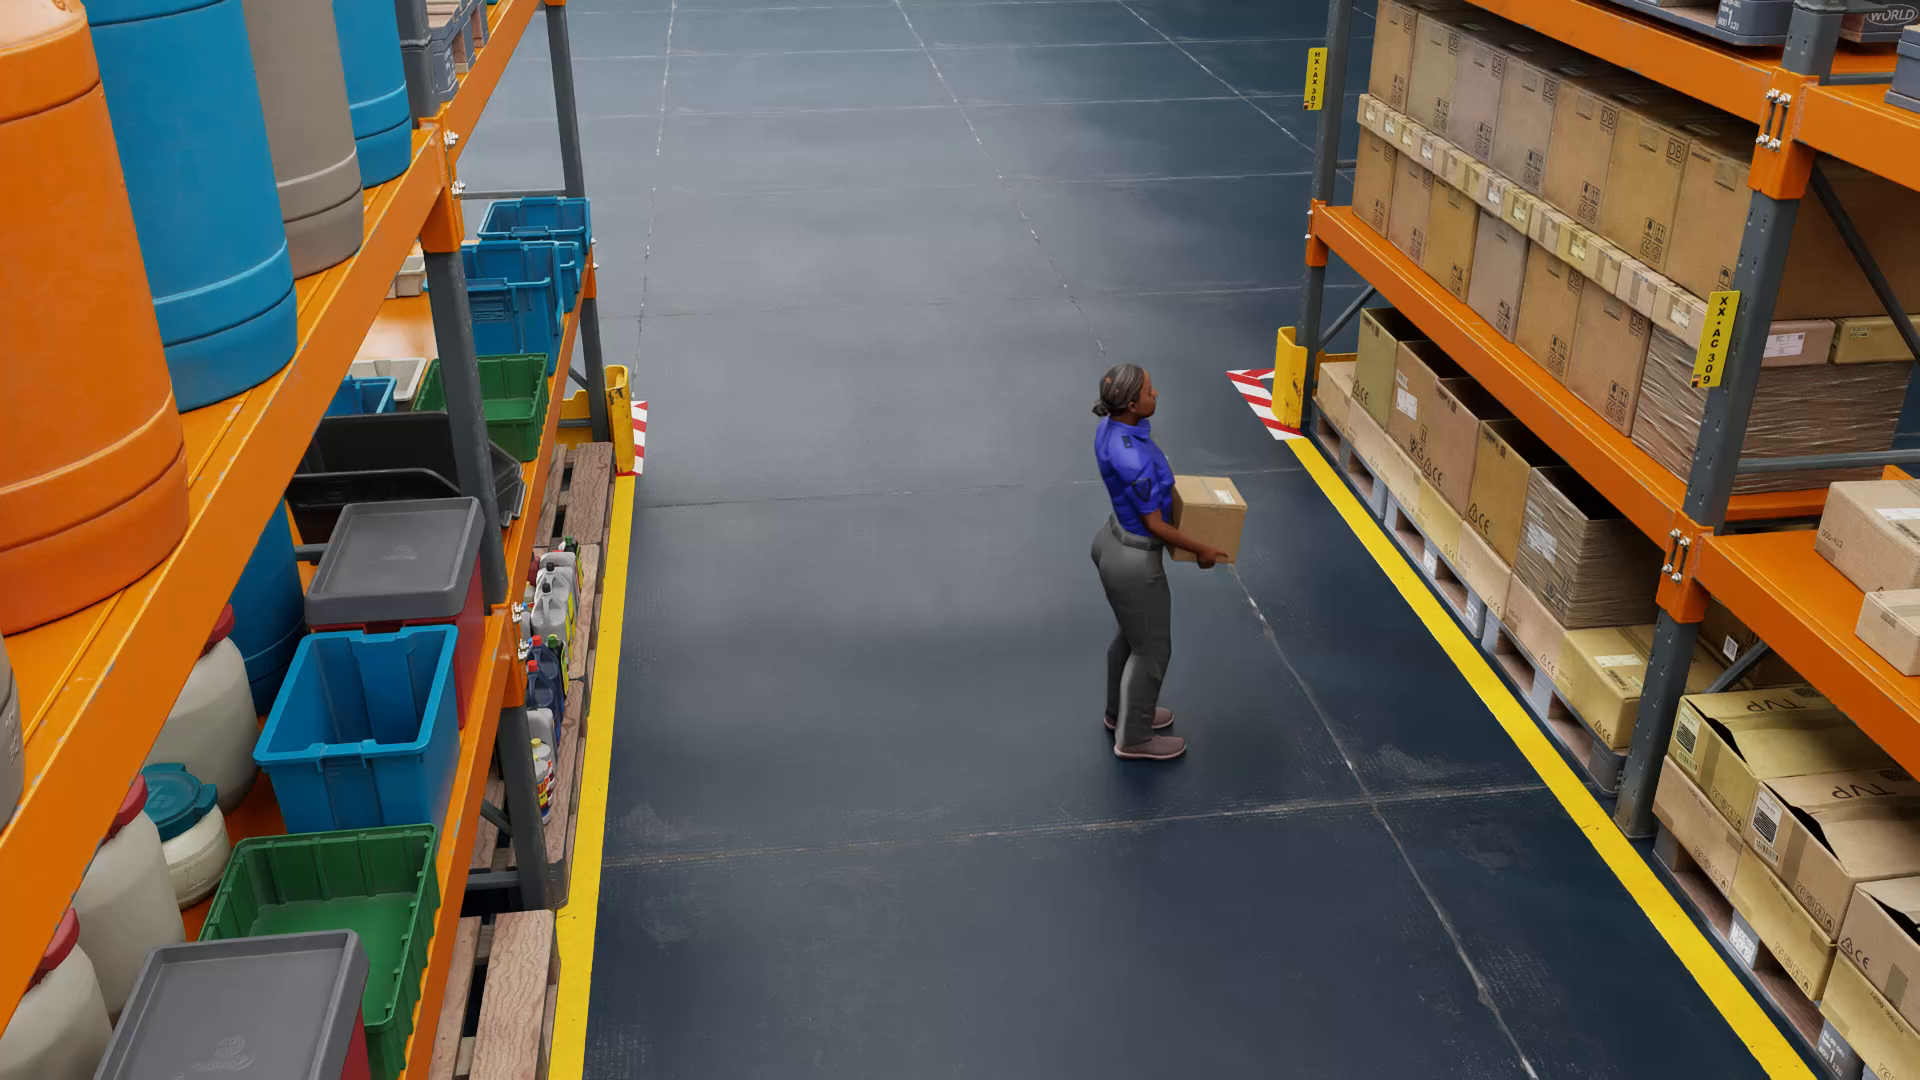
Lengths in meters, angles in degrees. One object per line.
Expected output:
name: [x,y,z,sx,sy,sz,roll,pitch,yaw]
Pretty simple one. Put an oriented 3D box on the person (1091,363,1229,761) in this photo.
person: [0.750,0.085,6.470,0.523,1.647,0.450,-3,27,-6]
